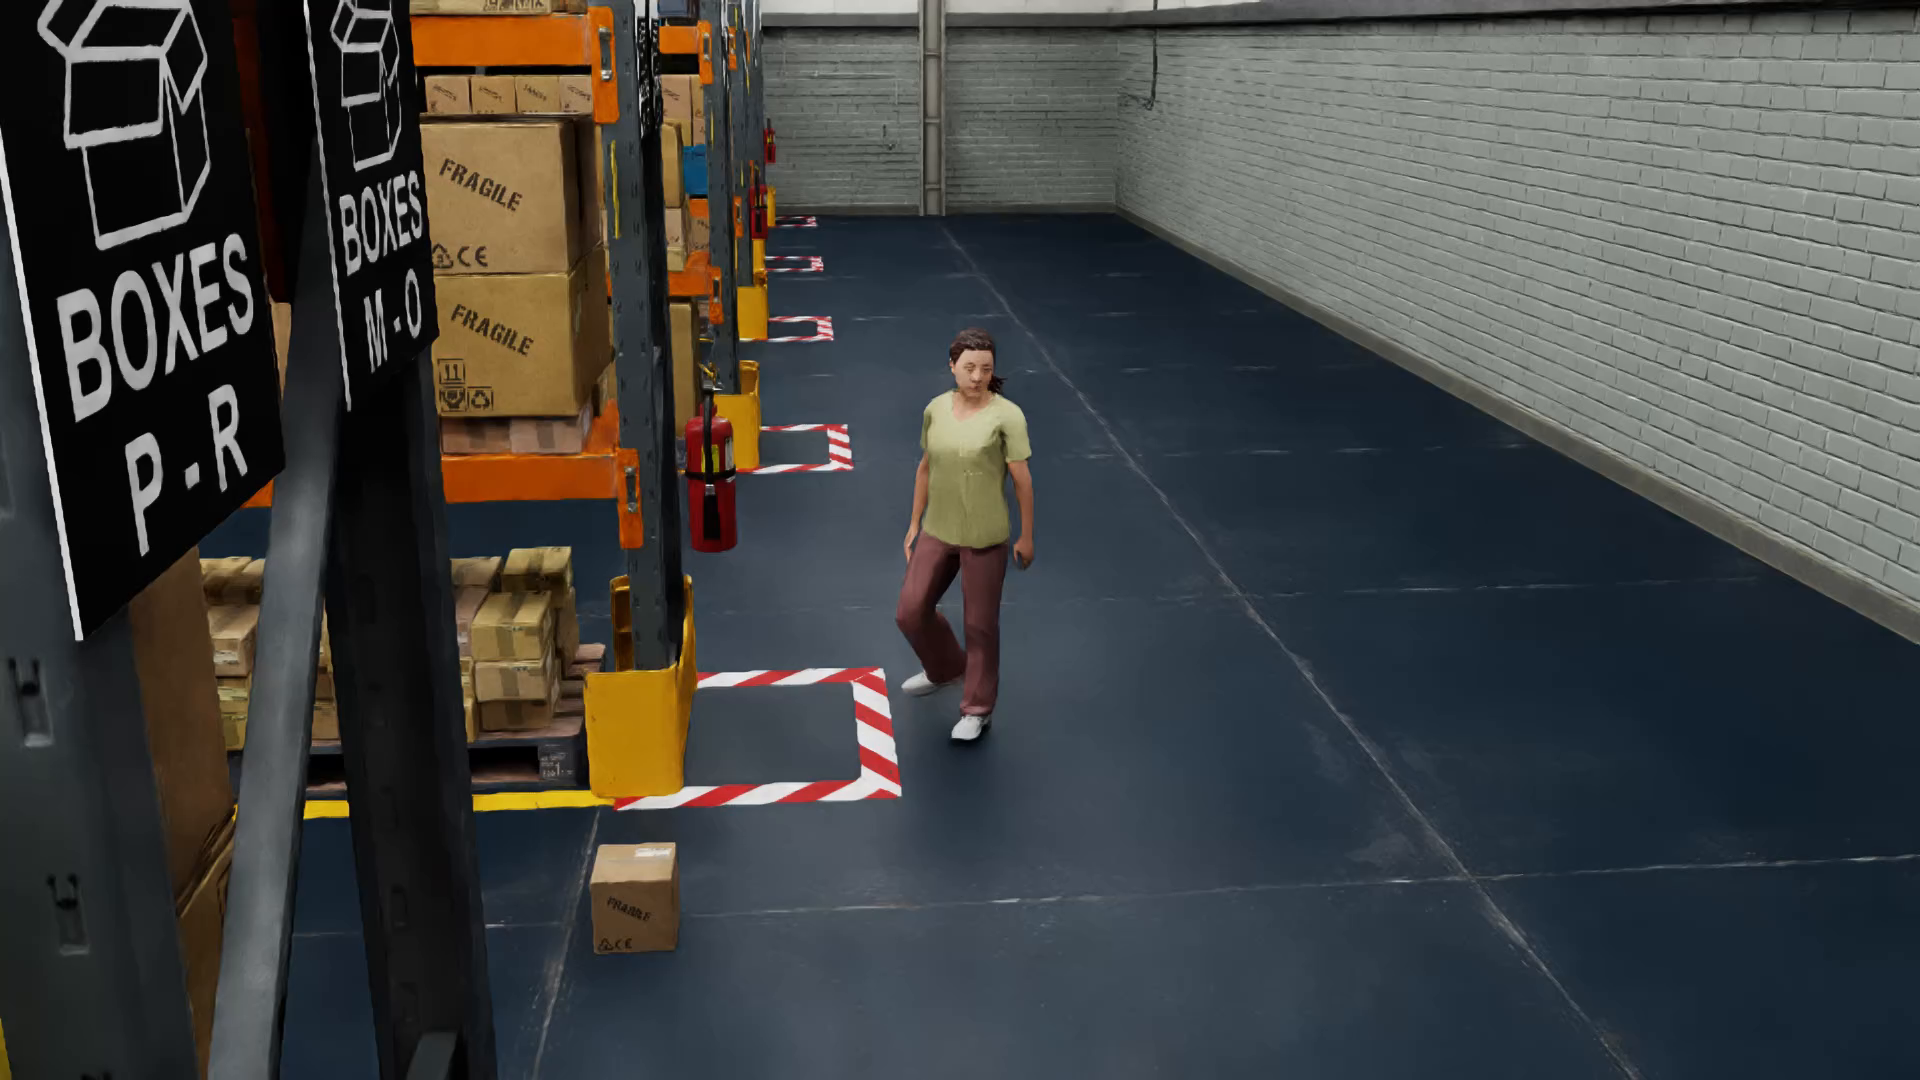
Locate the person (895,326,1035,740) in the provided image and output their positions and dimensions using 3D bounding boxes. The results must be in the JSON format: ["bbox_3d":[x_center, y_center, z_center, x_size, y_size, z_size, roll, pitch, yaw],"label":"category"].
[{"bbox_3d":[-0.003,-0.037,6.607,0.633,1.667,0.426,9,19,28],"label":"person"}]
